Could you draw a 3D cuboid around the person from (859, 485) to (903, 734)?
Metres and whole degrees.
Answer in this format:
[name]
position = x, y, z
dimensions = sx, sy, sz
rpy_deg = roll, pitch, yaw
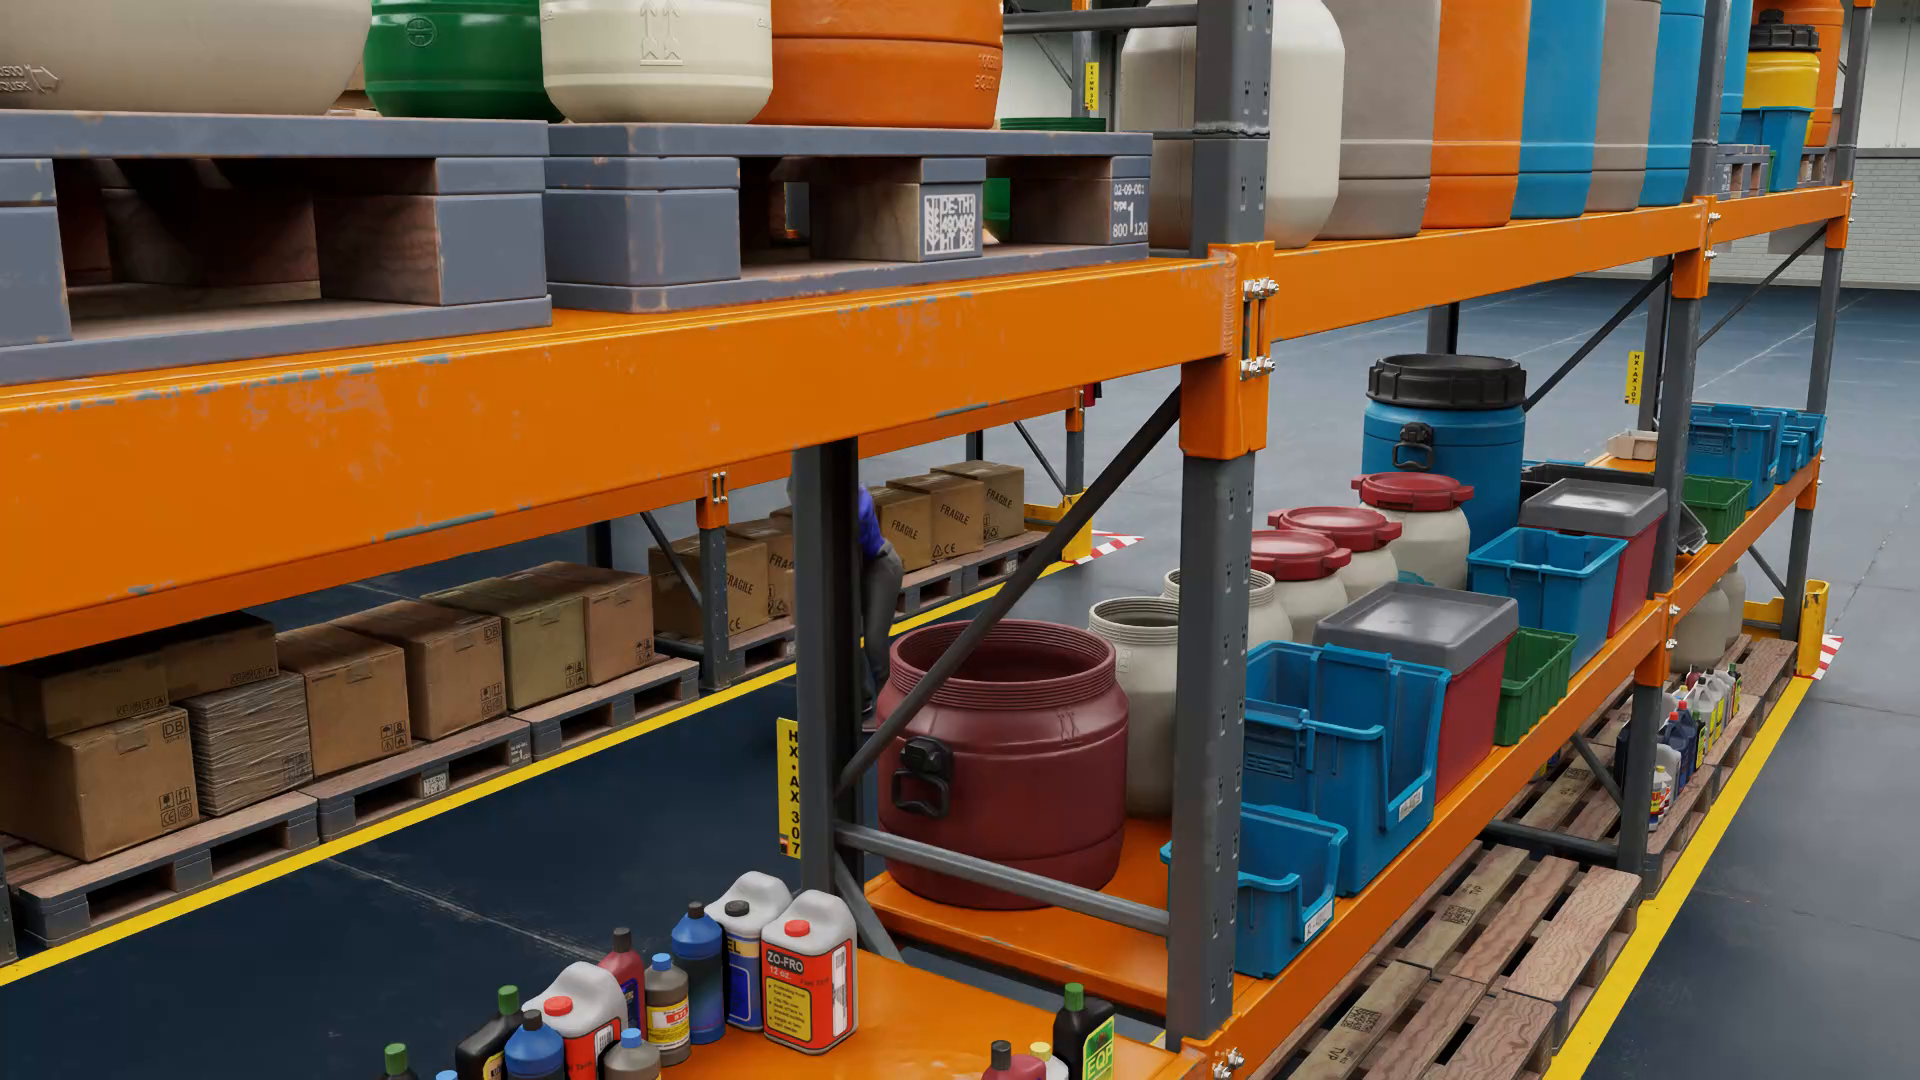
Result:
[person]
position = -0.576, 0.255, 8.694
dimensions = 0.408, 1.532, 0.597
rpy_deg = 12, 18, 41
